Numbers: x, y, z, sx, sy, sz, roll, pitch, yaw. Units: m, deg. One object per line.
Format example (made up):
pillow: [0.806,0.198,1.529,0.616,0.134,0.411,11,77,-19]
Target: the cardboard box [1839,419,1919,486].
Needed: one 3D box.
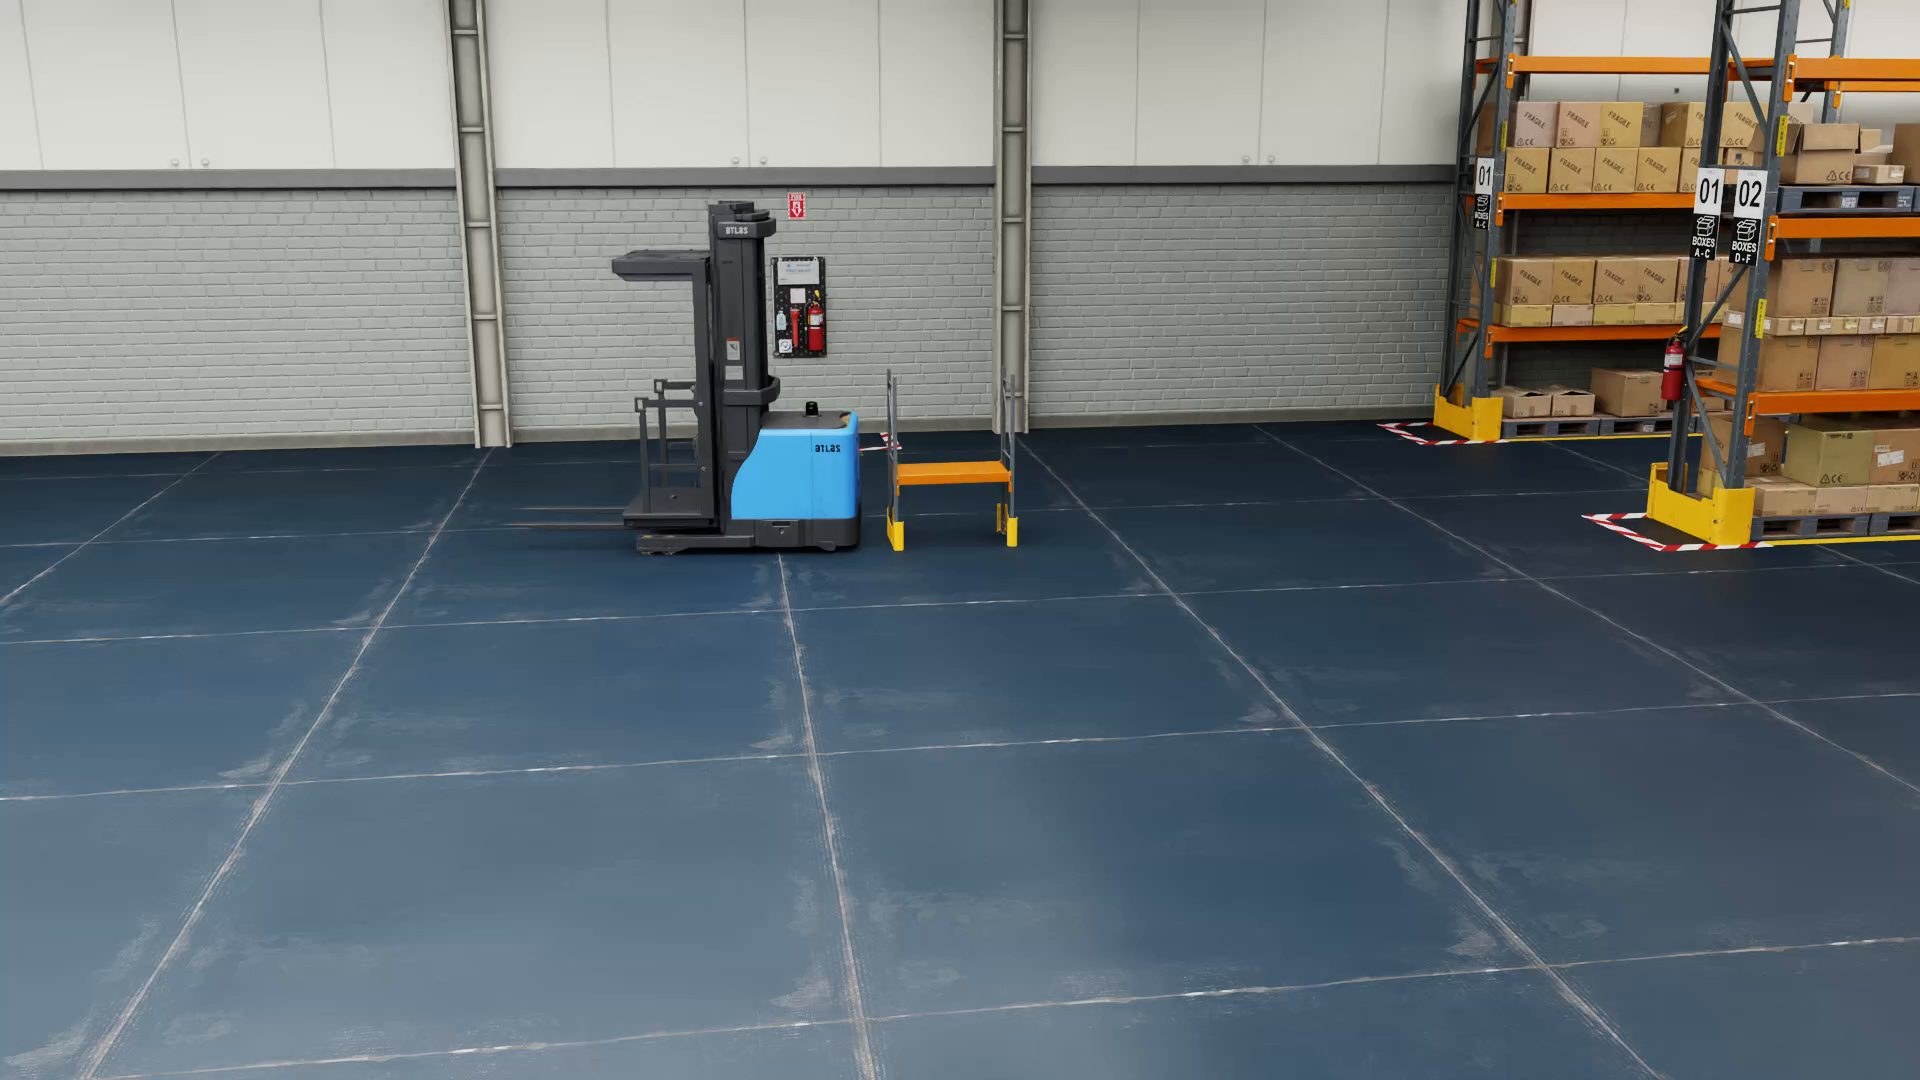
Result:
cardboard box: [8.262,-0.792,14.963,0.500,0.500,0.500,-2,14,-8]

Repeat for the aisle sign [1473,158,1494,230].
aisle sign: [5.943,-3.931,18.884,0.004,0.787,0.394,-2,14,-8]

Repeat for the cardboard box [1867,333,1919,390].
cardboard box: [8.186,-1.652,14.938,0.500,0.500,0.700,-2,14,-8]

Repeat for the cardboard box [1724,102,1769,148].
cardboard box: [8.927,-4.782,19.153,0.500,0.500,0.500,-1,14,-5]

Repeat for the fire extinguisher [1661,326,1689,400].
fire extinguisher: [6.526,-1.623,15.186,0.183,0.674,0.296,-2,14,-8]

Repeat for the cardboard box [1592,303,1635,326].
cardboard box: [7.516,-2.662,19.437,0.500,0.250,0.500,-2,14,-9]

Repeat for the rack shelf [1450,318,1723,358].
rack shelf: [7.948,-2.468,19.875,4.000,0.370,1.077,-2,14,-8]

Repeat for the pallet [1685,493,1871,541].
pallet: [7.462,-0.238,15.238,1.213,0.211,1.003,-2,14,-8]

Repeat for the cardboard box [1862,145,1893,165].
cardboard box: [8.361,-3.362,14.825,0.500,0.311,0.500,0,14,-2]

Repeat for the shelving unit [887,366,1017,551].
shelving unit: [-0.075,-0.725,14.528,1.083,1.500,0.587,-2,14,-8]

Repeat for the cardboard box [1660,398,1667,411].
cardboard box: [8.341,-1.667,20.158,0.250,0.149,0.380,-3,14,-13]

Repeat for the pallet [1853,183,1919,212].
pallet: [8.624,-3.029,14.650,1.213,0.211,1.003,-2,14,-8]

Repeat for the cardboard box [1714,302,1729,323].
cardboard box: [9.008,-2.720,19.669,0.500,0.250,0.500,-2,14,-8]

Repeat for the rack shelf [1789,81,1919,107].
rack shelf: [11.903,-5.329,19.772,4.000,0.370,1.077,-2,14,-8]

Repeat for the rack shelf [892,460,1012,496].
rack shelf: [-0.084,-0.550,14.571,1.000,0.185,0.538,-2,14,-8]

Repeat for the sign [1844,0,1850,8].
sign: [9.988,-6.160,18.700,0.005,0.325,0.100,-2,14,-8]

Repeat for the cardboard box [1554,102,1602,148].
cardboard box: [6.891,-4.704,18.844,0.500,0.500,0.500,-2,14,-9]

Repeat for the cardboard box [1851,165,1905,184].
cardboard box: [7.901,-3.158,14.346,0.250,0.149,0.380,-2,14,-8]

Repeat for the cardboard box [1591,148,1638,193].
cardboard box: [7.387,-4.240,19.050,0.500,0.500,0.500,-1,14,-6]

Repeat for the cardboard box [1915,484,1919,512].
cardboard box: [8.759,-0.443,15.110,0.500,0.250,0.500,-2,14,-8]

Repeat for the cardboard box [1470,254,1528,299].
cardboard box: [6.404,-3.113,19.695,0.500,0.500,0.500,-2,14,-9]

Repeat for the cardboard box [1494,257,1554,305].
cardboard box: [6.487,-2.990,19.204,0.500,0.500,0.500,-2,14,-8]

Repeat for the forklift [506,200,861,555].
forklift: [-2.406,-1.422,14.368,3.031,2.935,1.130,0,14,-1]

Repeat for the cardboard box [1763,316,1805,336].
cardboard box: [7.132,-1.879,14.507,0.250,0.149,0.380,-2,14,-9]

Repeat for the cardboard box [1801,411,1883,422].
cardboard box: [8.184,-0.917,15.461,0.500,0.500,0.500,-2,14,-8]

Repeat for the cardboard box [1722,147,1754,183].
cardboard box: [8.961,-4.309,19.326,0.500,0.500,0.500,-3,14,-13]

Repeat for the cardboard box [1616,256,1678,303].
cardboard box: [7.997,-3.044,19.420,0.500,0.500,0.500,-2,14,-7]

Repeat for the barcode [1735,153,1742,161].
barcode: [6.938,-3.416,14.819,0.075,0.075,0.001,-2,14,-8]

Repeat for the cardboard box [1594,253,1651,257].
cardboard box: [7.912,-3.167,19.910,0.500,0.500,0.500,-2,14,-8]

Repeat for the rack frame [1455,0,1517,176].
rack frame: [5.970,-5.654,18.769,0.127,3.000,1.000,-2,14,-8]

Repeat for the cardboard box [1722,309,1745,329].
cardboard box: [7.061,-1.976,14.895,0.250,0.149,0.380,-2,14,-9]

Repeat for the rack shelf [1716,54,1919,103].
rack shelf: [8.689,-3.992,14.443,4.000,0.370,1.077,-2,14,-8]

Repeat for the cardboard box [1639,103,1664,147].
cardboard box: [7.884,-4.872,19.515,0.500,0.500,0.500,-2,14,-8]

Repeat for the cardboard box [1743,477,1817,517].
cardboard box: [7.275,-0.389,14.895,0.500,0.250,0.500,-2,14,-8]

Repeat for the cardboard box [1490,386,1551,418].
cardboard box: [6.667,-1.657,19.786,0.500,0.311,0.500,-4,15,-15]

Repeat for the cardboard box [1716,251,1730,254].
cardboard box: [9.429,-3.223,20.134,0.500,0.500,0.500,-2,14,-10]

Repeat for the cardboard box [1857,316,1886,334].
cardboard box: [7.889,-1.906,14.617,0.250,0.149,0.380,-2,14,-9]

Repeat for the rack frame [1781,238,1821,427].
rack frame: [9.925,-2.889,20.077,0.127,3.000,1.000,-2,14,-8]

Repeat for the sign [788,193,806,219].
sign: [-1.872,-3.828,19.054,0.199,0.298,0.001,-2,14,-8]

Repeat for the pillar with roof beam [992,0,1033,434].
pillar with roof beam: [1.242,-4.635,14.703,0.400,9.000,9.100,-2,14,-8]

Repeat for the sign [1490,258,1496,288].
sign: [6.051,-3.034,18.873,0.005,0.325,0.100,-2,14,-8]

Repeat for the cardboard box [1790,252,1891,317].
cardboard box: [7.747,-2.267,14.722,0.500,0.500,0.700,-2,14,-10]
